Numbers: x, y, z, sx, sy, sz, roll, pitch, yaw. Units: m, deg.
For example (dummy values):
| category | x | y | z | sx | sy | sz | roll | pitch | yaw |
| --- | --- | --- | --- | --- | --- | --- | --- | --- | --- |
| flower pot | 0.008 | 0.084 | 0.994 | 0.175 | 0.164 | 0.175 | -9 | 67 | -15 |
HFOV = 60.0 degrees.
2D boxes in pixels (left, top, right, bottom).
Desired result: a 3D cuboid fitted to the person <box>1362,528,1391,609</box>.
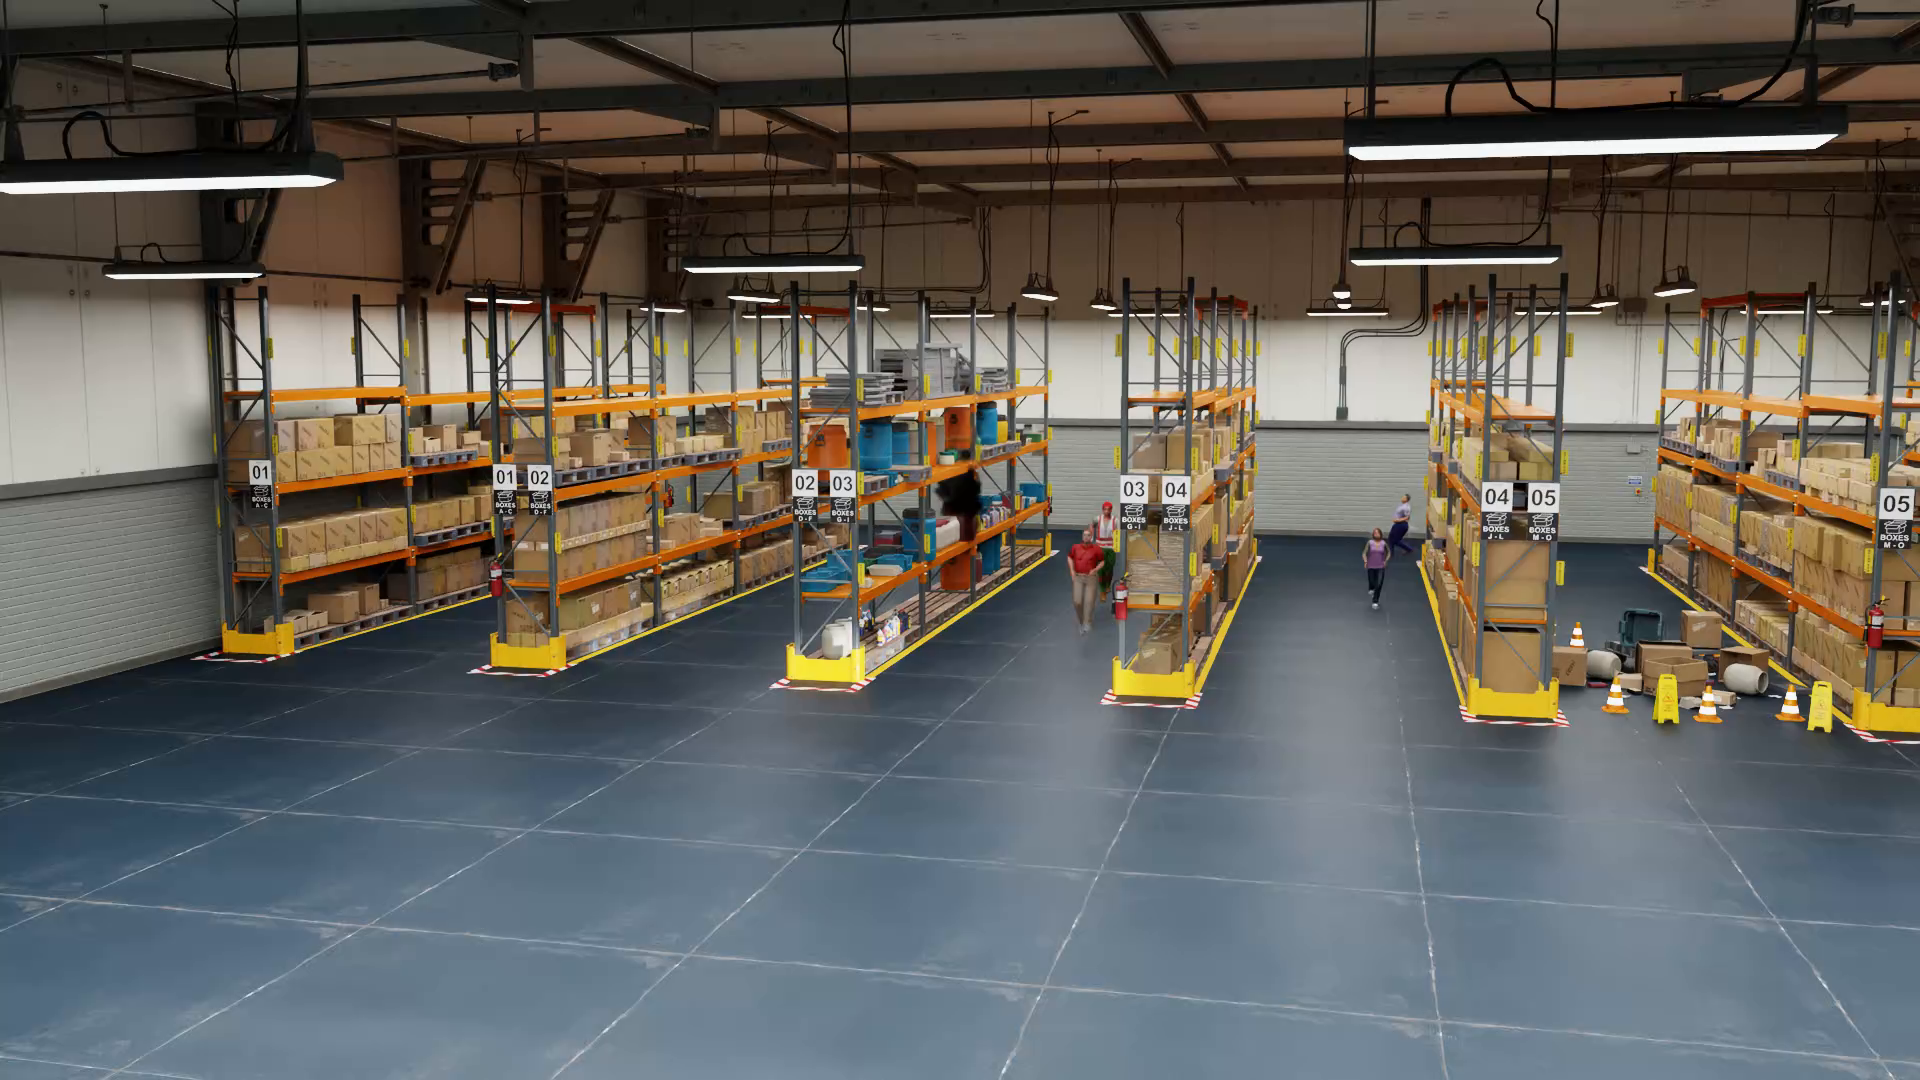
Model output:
| category | x | y | z | sx | sy | sz | roll | pitch | yaw |
| --- | --- | --- | --- | --- | --- | --- | --- | --- | --- |
| person | 8.083 | 0.549 | 32.264 | 0.547 | 1.545 | 0.552 | 1 | 7 | 12 |

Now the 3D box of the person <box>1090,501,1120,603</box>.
| category | x | y | z | sx | sy | sz | roll | pitch | yaw |
| --- | --- | --- | --- | --- | --- | --- | --- | --- | --- |
| person | 2.776 | 0.210 | 31.570 | 0.643 | 1.895 | 0.835 | 0 | 7 | 2 |

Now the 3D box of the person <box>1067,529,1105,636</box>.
| category | x | y | z | sx | sy | sz | roll | pitch | yaw |
| --- | --- | --- | --- | --- | --- | --- | --- | --- | --- |
| person | 2.081 | 0.724 | 27.737 | 0.641 | 1.796 | 0.541 | 1 | 7 | 11 |

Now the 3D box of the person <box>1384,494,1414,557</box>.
| category | x | y | z | sx | sy | sz | roll | pitch | yaw |
| --- | --- | --- | --- | --- | --- | --- | --- | --- | --- |
| person | 10.474 | -0.331 | 39.700 | 0.719 | 1.591 | 0.723 | 1 | 7 | 7 |
